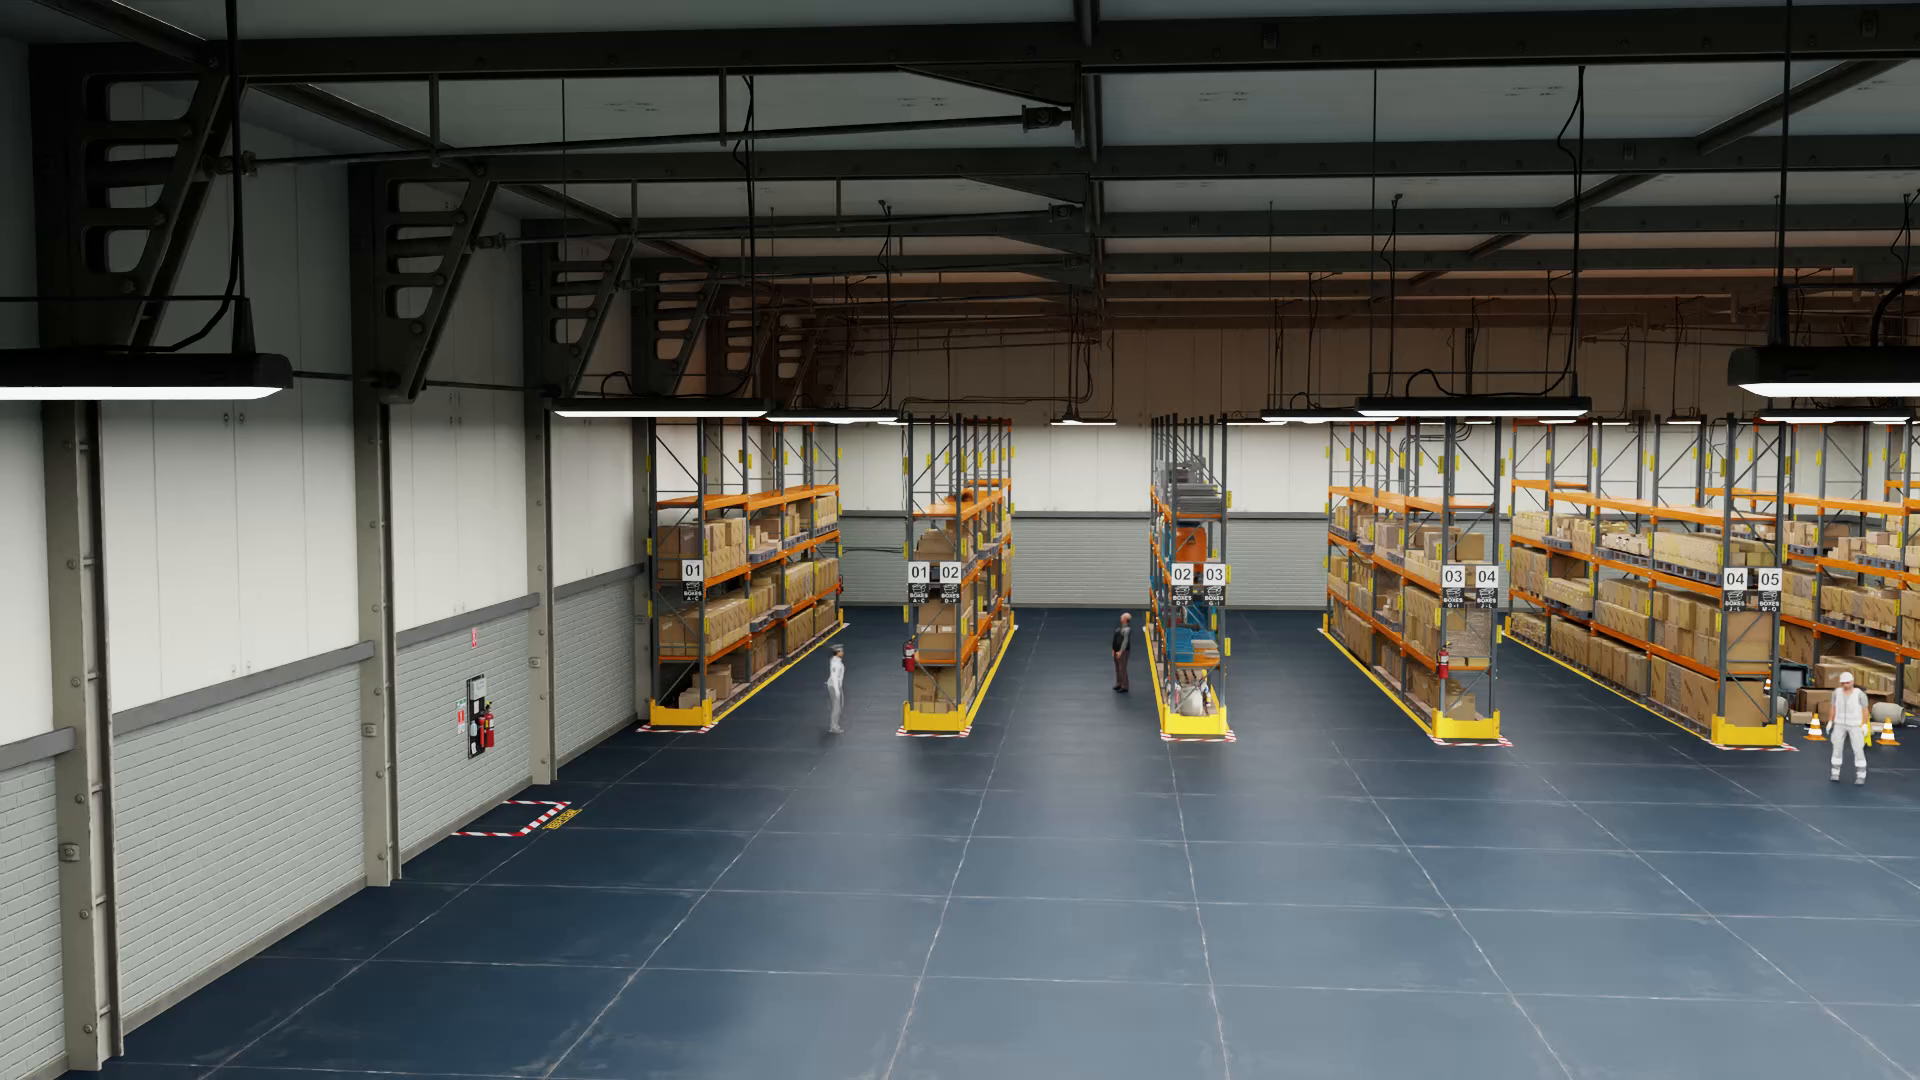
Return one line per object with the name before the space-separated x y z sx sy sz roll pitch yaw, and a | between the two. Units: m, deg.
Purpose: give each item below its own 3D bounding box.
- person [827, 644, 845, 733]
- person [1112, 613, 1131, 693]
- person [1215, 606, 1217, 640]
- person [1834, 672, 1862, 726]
person | -2.345 2.821 31.370 0.345 1.724 0.416 0 4 1
person | 3.491 2.445 36.185 0.410 1.726 0.559 -1 4 -20
person | 6.751 1.834 44.746 0.385 1.757 0.582 0 4 6
person | 14.336 2.550 26.841 0.416 0.853 0.391 4 5 44
